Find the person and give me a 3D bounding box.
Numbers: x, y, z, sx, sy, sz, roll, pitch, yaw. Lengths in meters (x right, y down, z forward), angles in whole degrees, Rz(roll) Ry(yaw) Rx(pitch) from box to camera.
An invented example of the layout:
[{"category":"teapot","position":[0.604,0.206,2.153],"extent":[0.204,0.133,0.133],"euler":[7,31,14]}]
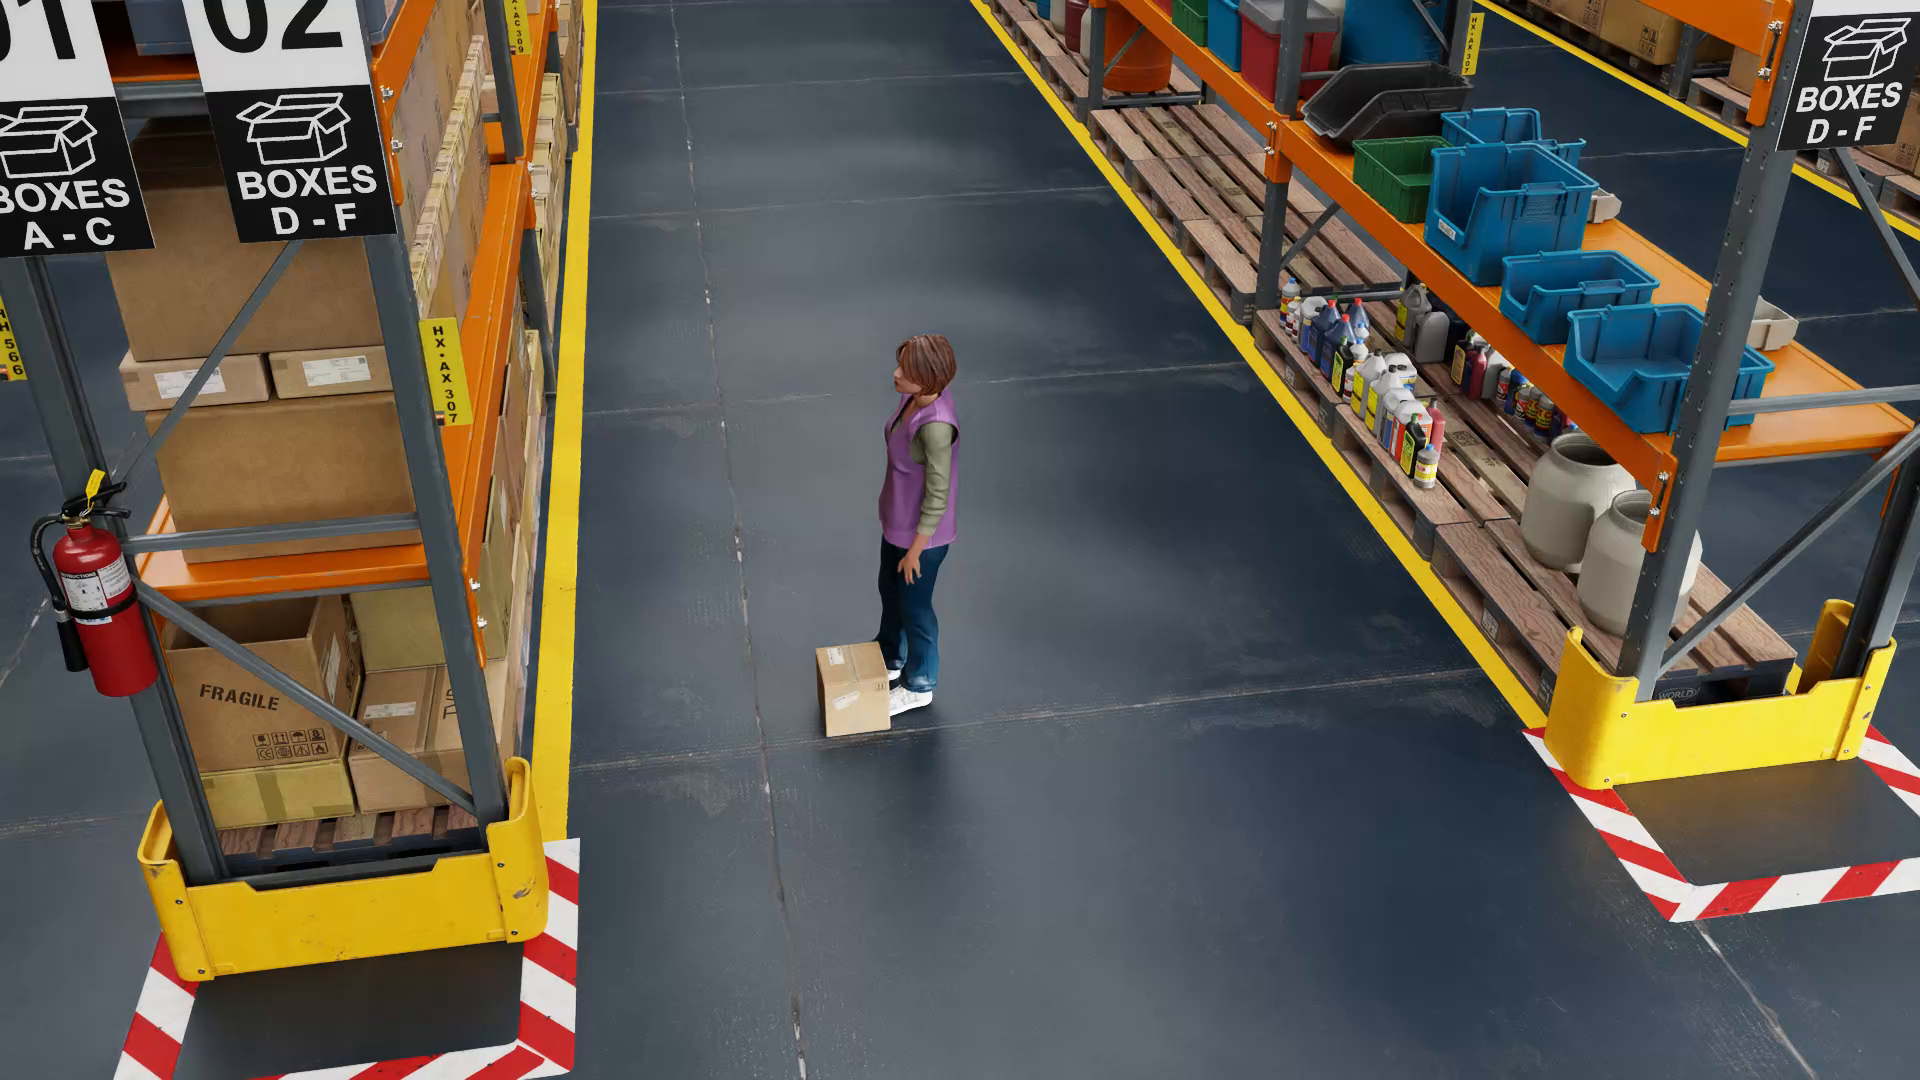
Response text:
[{"category":"person","position":[-0.243,-0.039,6.188],"extent":[0.473,1.599,0.519],"euler":[-5,32,-9]}]
